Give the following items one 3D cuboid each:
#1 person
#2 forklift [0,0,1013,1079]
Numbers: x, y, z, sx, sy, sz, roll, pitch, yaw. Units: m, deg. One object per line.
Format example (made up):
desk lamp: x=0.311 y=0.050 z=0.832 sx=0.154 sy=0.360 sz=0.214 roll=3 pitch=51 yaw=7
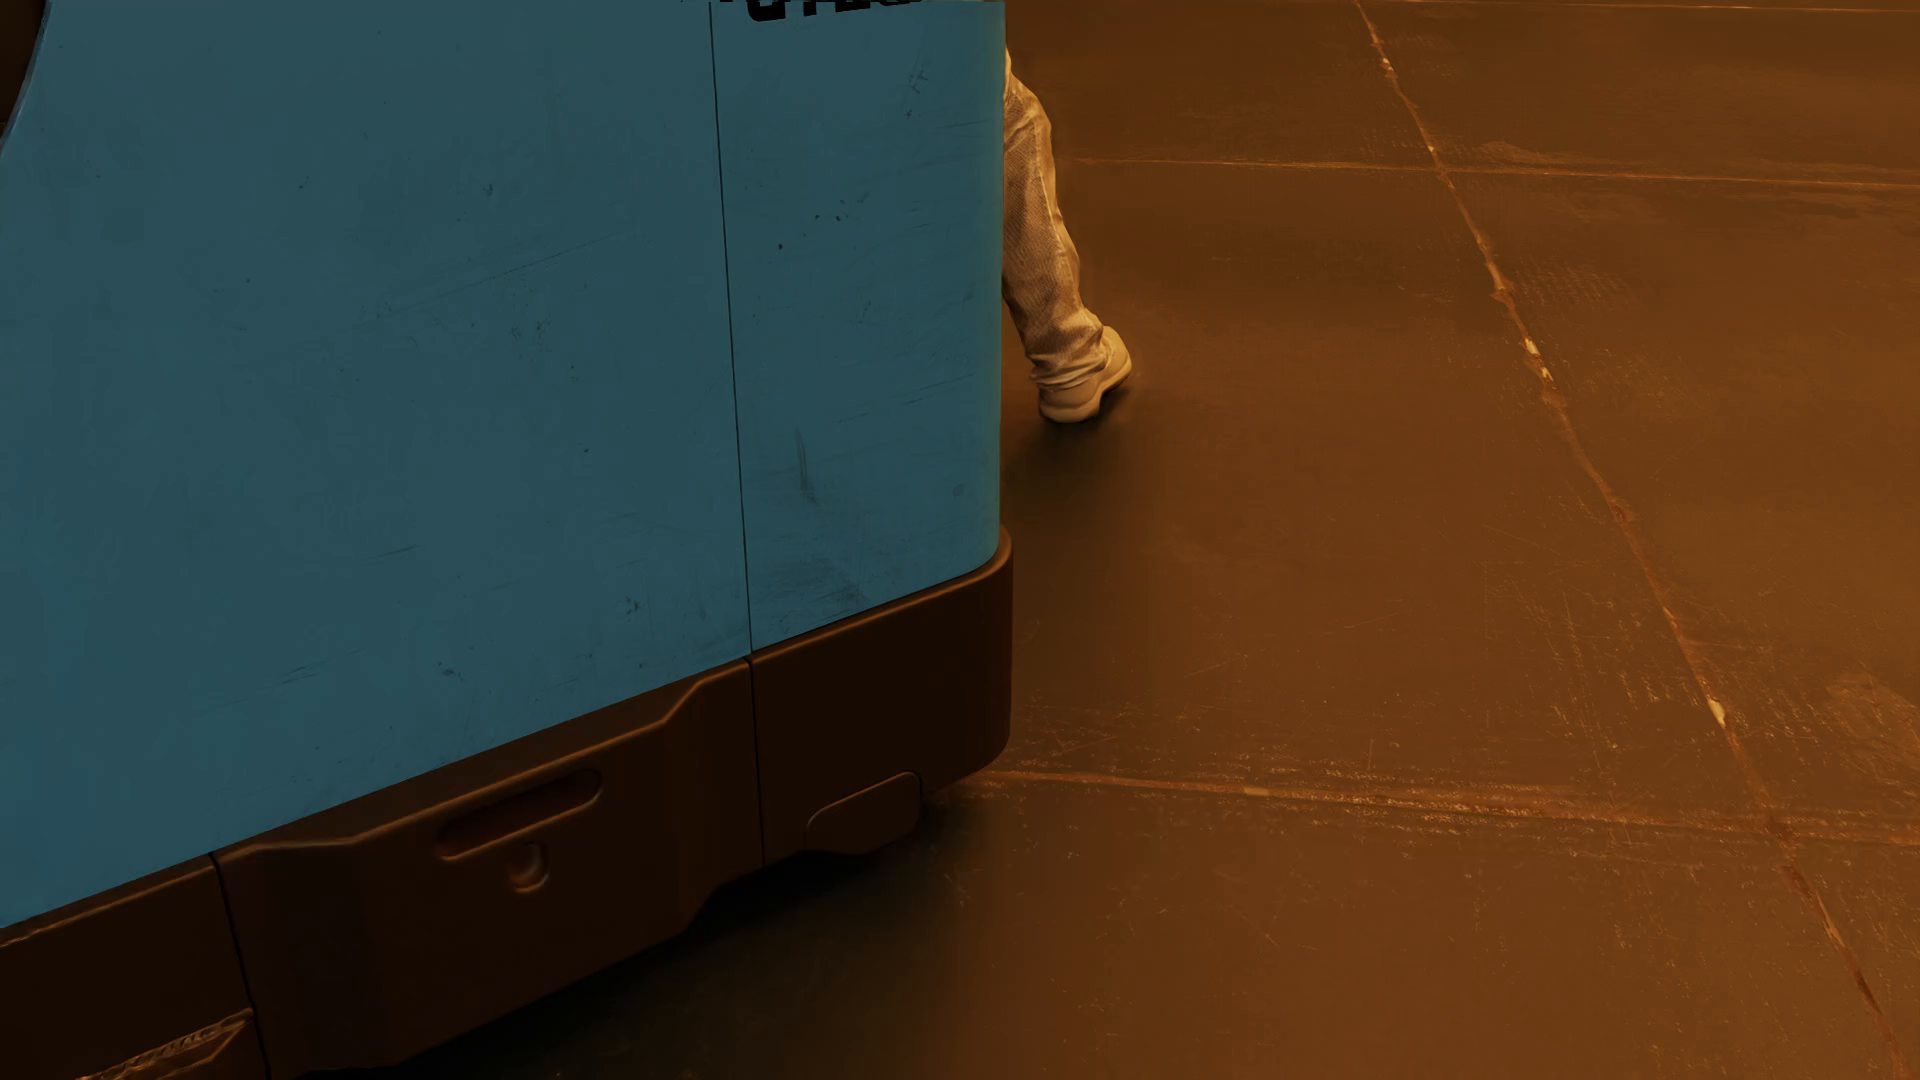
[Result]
person: x=-0.153 y=-0.993 z=2.760 sx=0.906 sy=1.559 sz=0.829 roll=9 pitch=28 yaw=18
forklift: x=-1.414 y=-0.787 z=0.795 sx=3.031 sy=2.935 sz=1.130 roll=-19 pitch=32 yaw=-34
